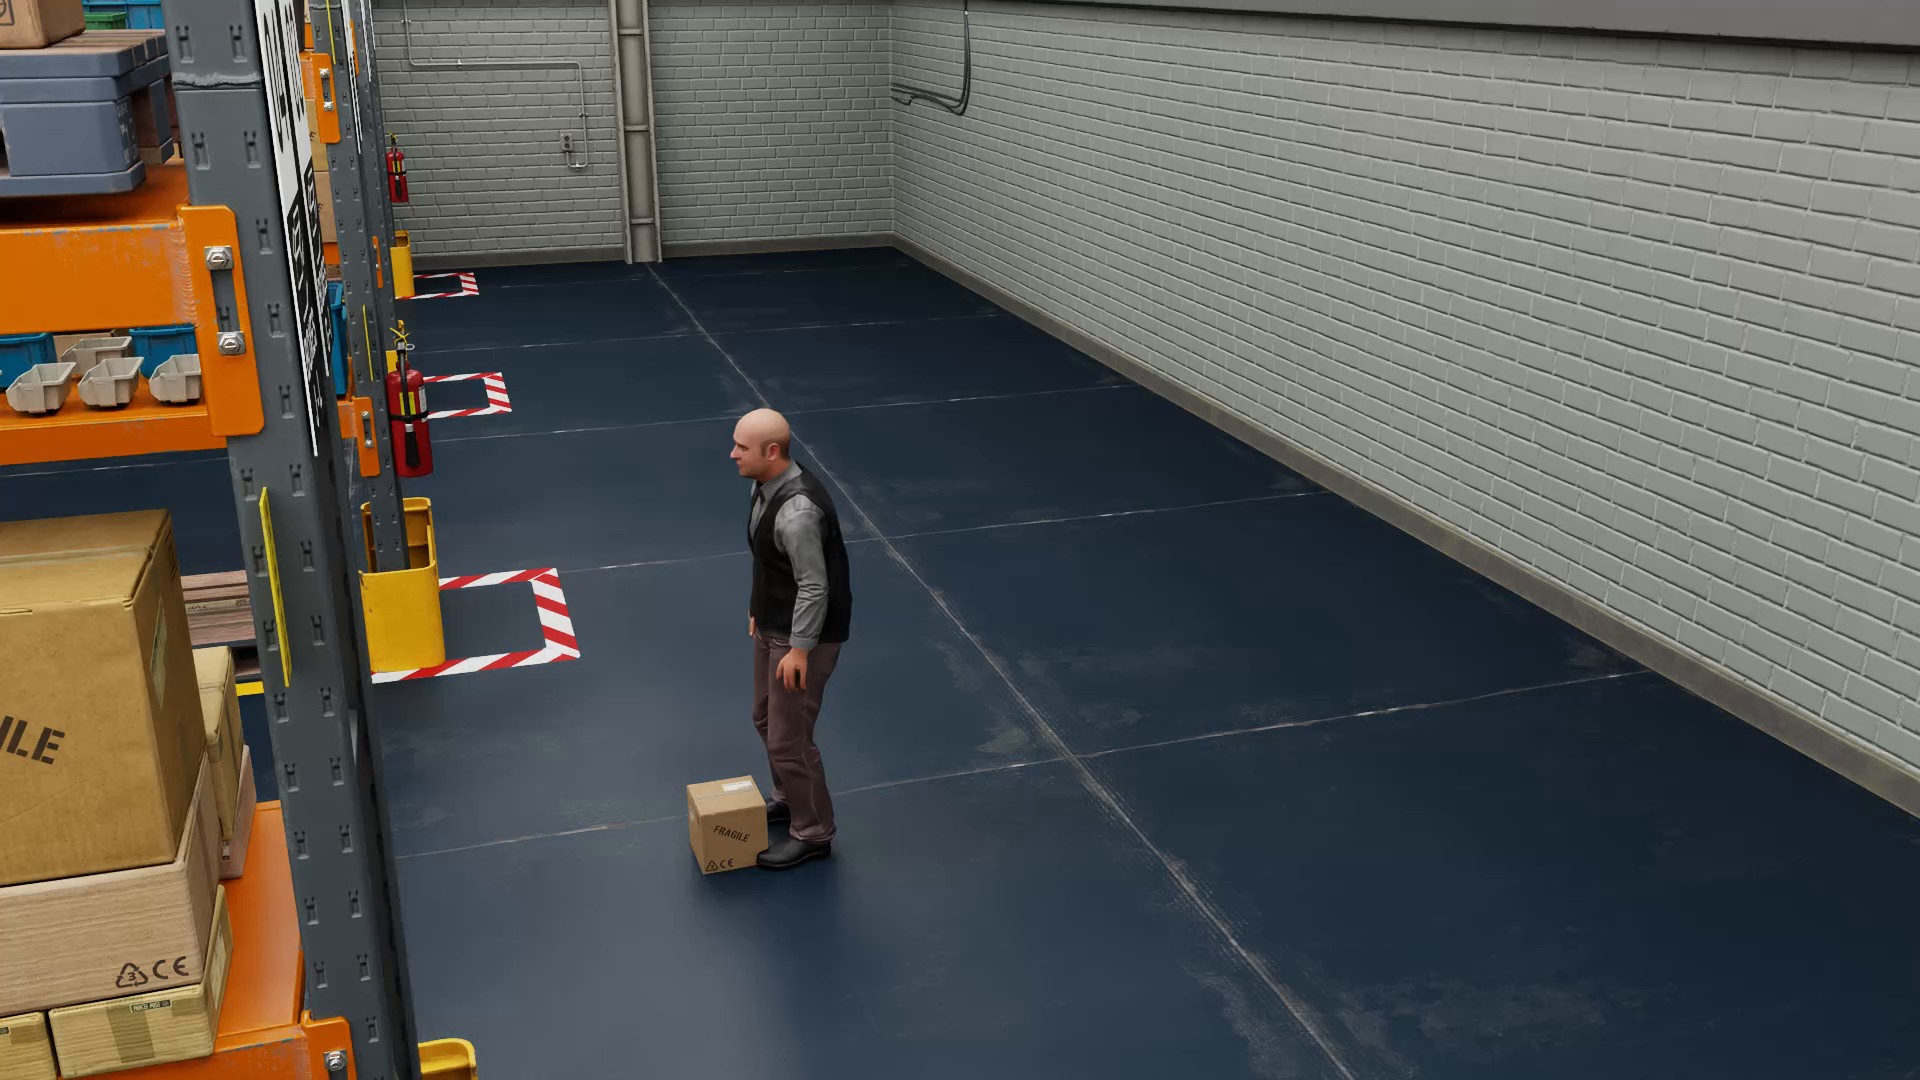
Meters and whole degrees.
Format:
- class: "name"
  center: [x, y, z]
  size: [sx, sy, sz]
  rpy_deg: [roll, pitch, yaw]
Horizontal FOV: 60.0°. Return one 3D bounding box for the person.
- class: "person"
  center: [-0.612, 0.344, 6.108]
  size: [0.412, 1.720, 0.584]
  rpy_deg: [-6, 20, -18]
